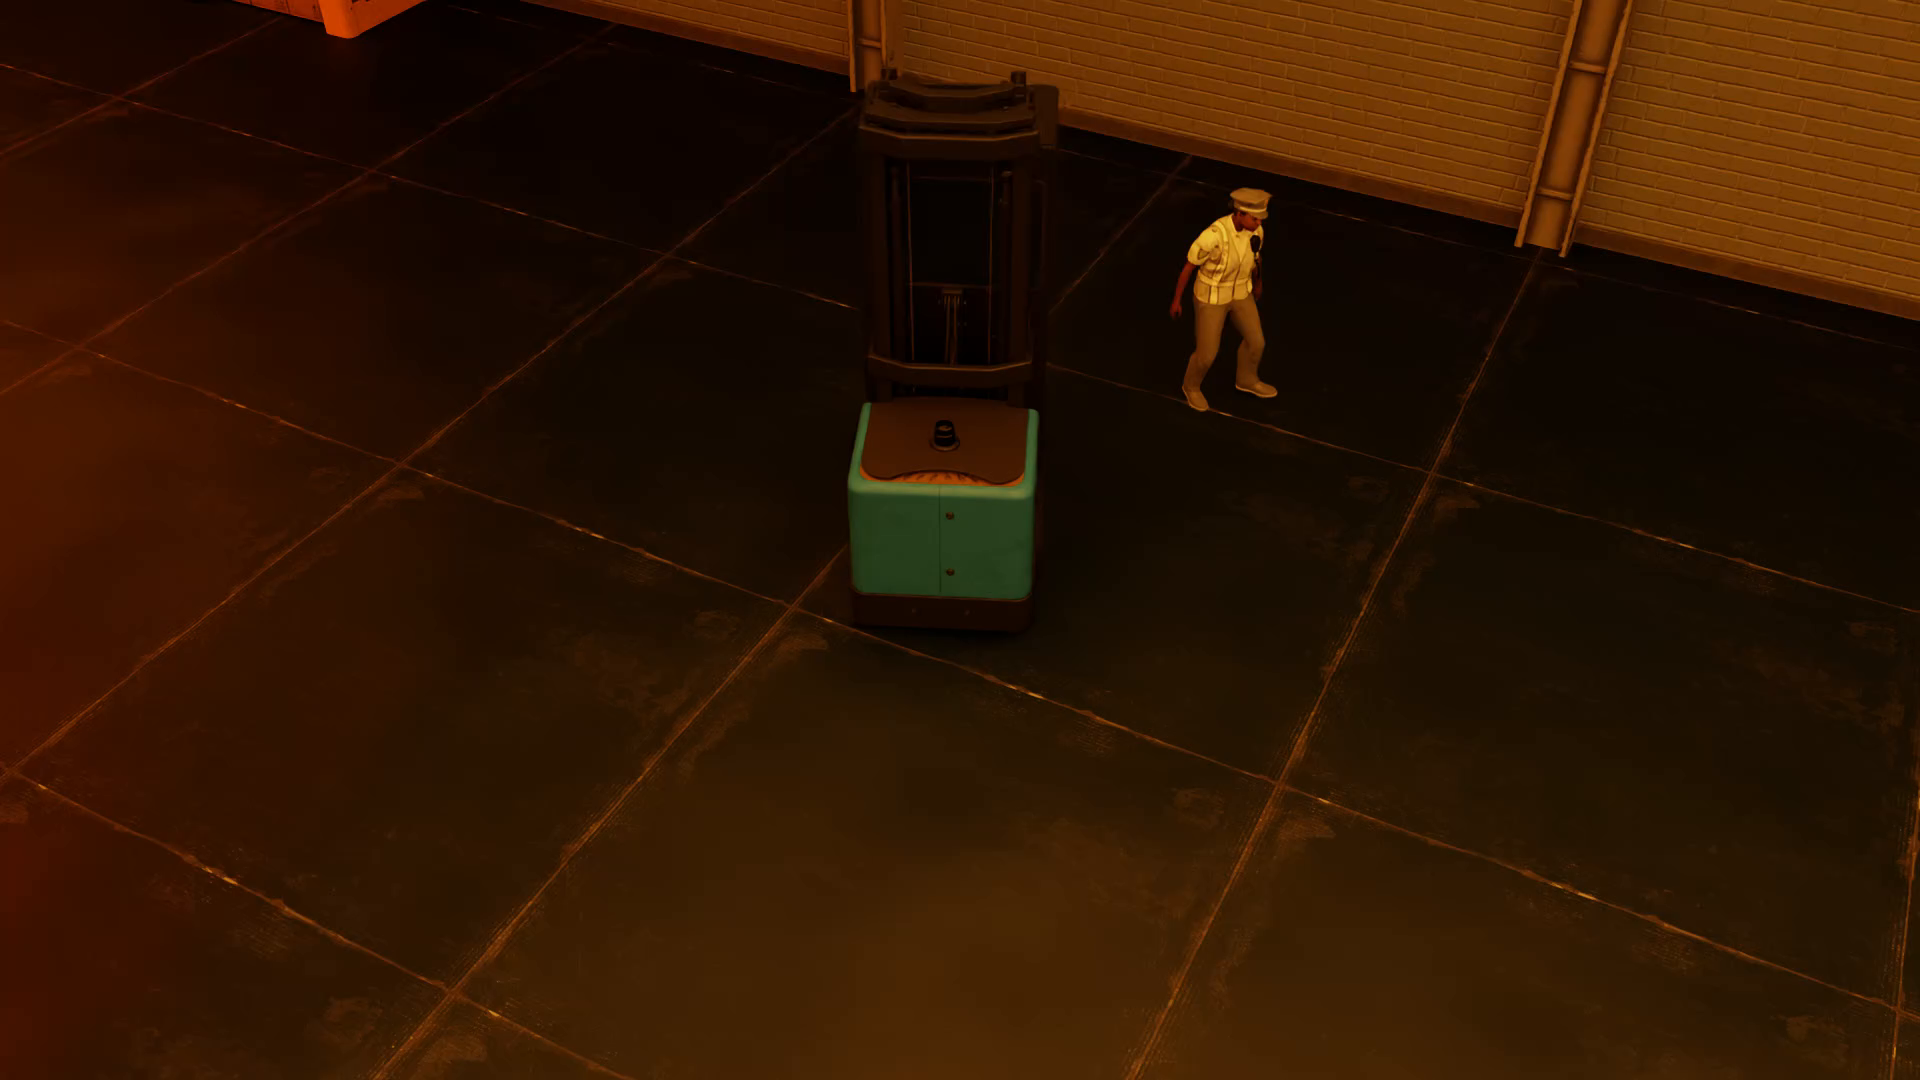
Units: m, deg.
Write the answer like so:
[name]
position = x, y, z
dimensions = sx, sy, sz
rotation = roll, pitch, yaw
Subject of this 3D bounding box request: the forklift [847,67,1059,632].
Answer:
[forklift]
position = -0.010, -1.529, 9.802
dimensions = 1.130, 2.935, 3.031
rotation = 3, 40, 3

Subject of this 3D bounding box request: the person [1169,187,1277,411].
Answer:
[person]
position = 1.769, -1.585, 10.890
dimensions = 0.791, 1.627, 0.411
rotation = -17, 43, -19
